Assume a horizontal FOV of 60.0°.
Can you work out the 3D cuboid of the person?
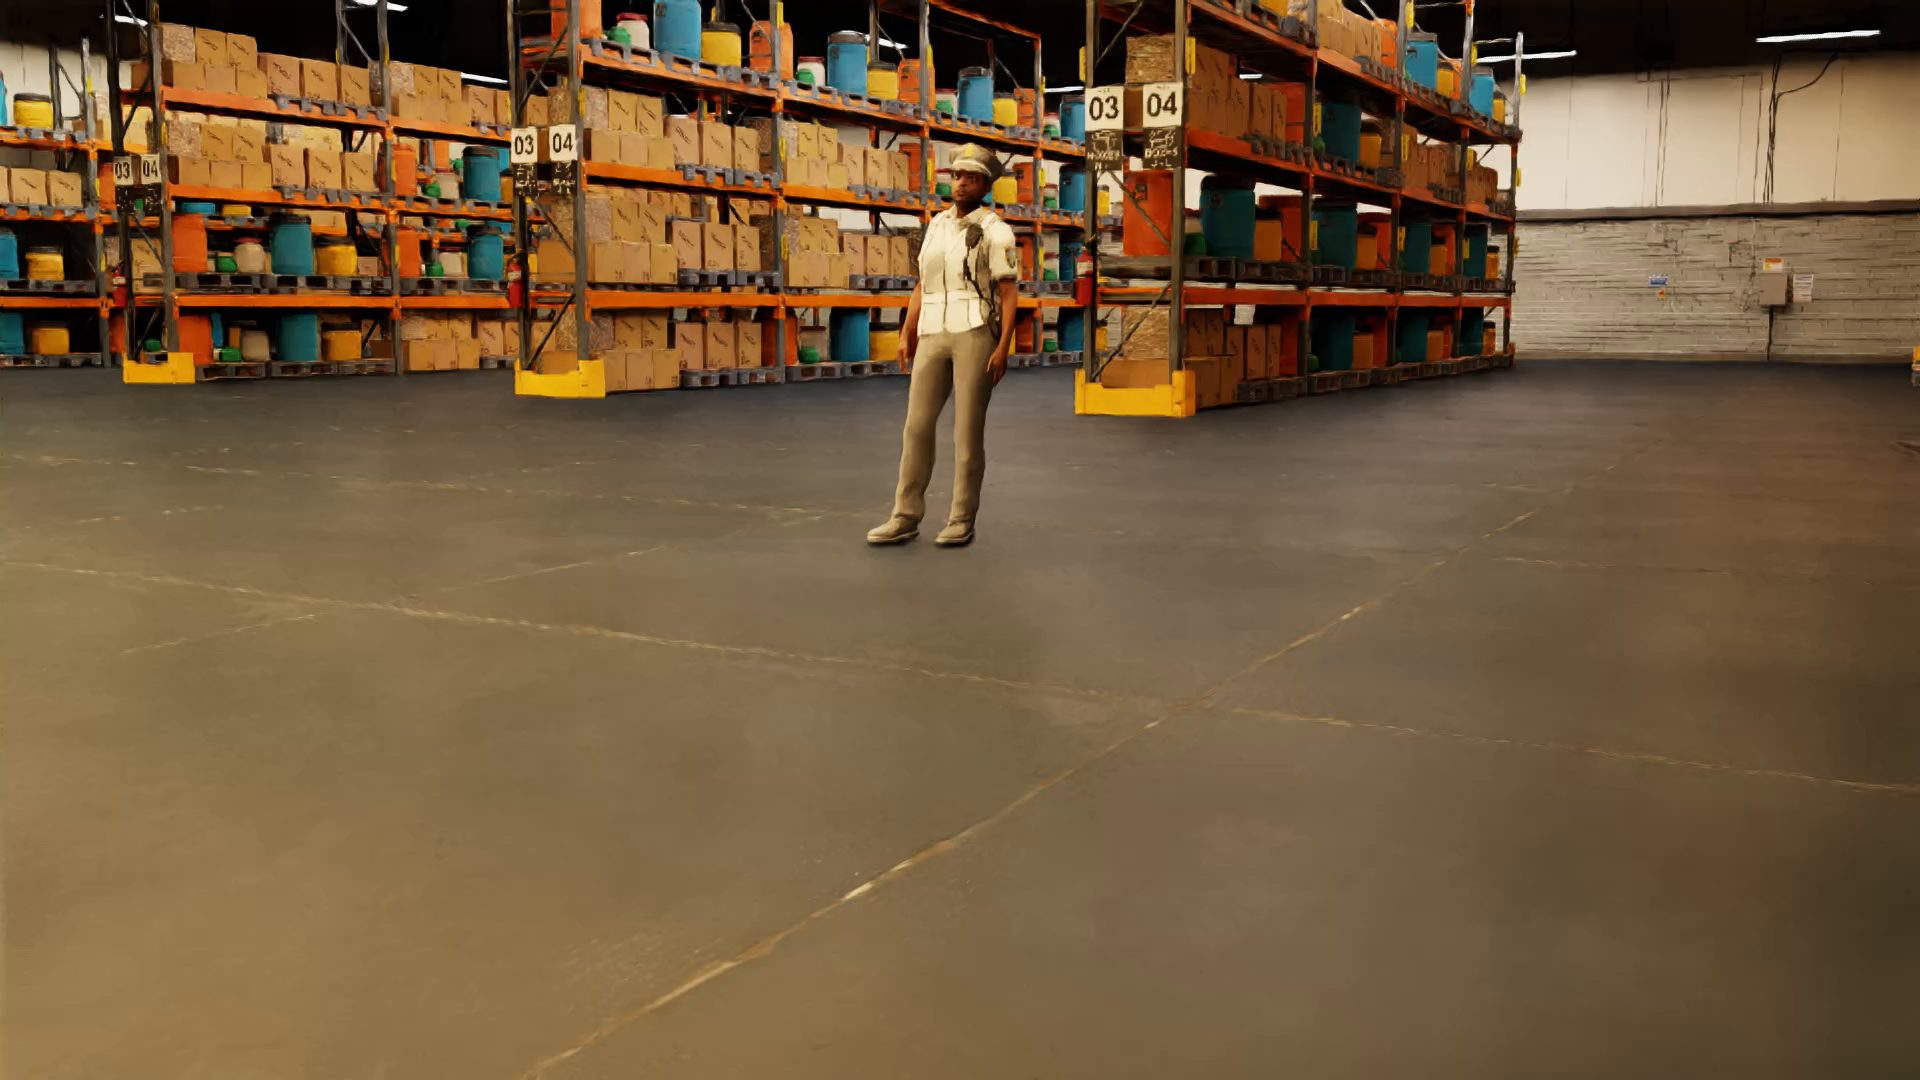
[{"bbox_3d":[-0.053,-0.840,7.141,0.570,1.695,0.529,4,9,29],"label":"person"}]

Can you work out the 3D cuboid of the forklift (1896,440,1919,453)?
[{"bbox_3d":[5.717,-1.614,8.284,1.130,2.935,3.031,1,8,9],"label":"forklift"}]
